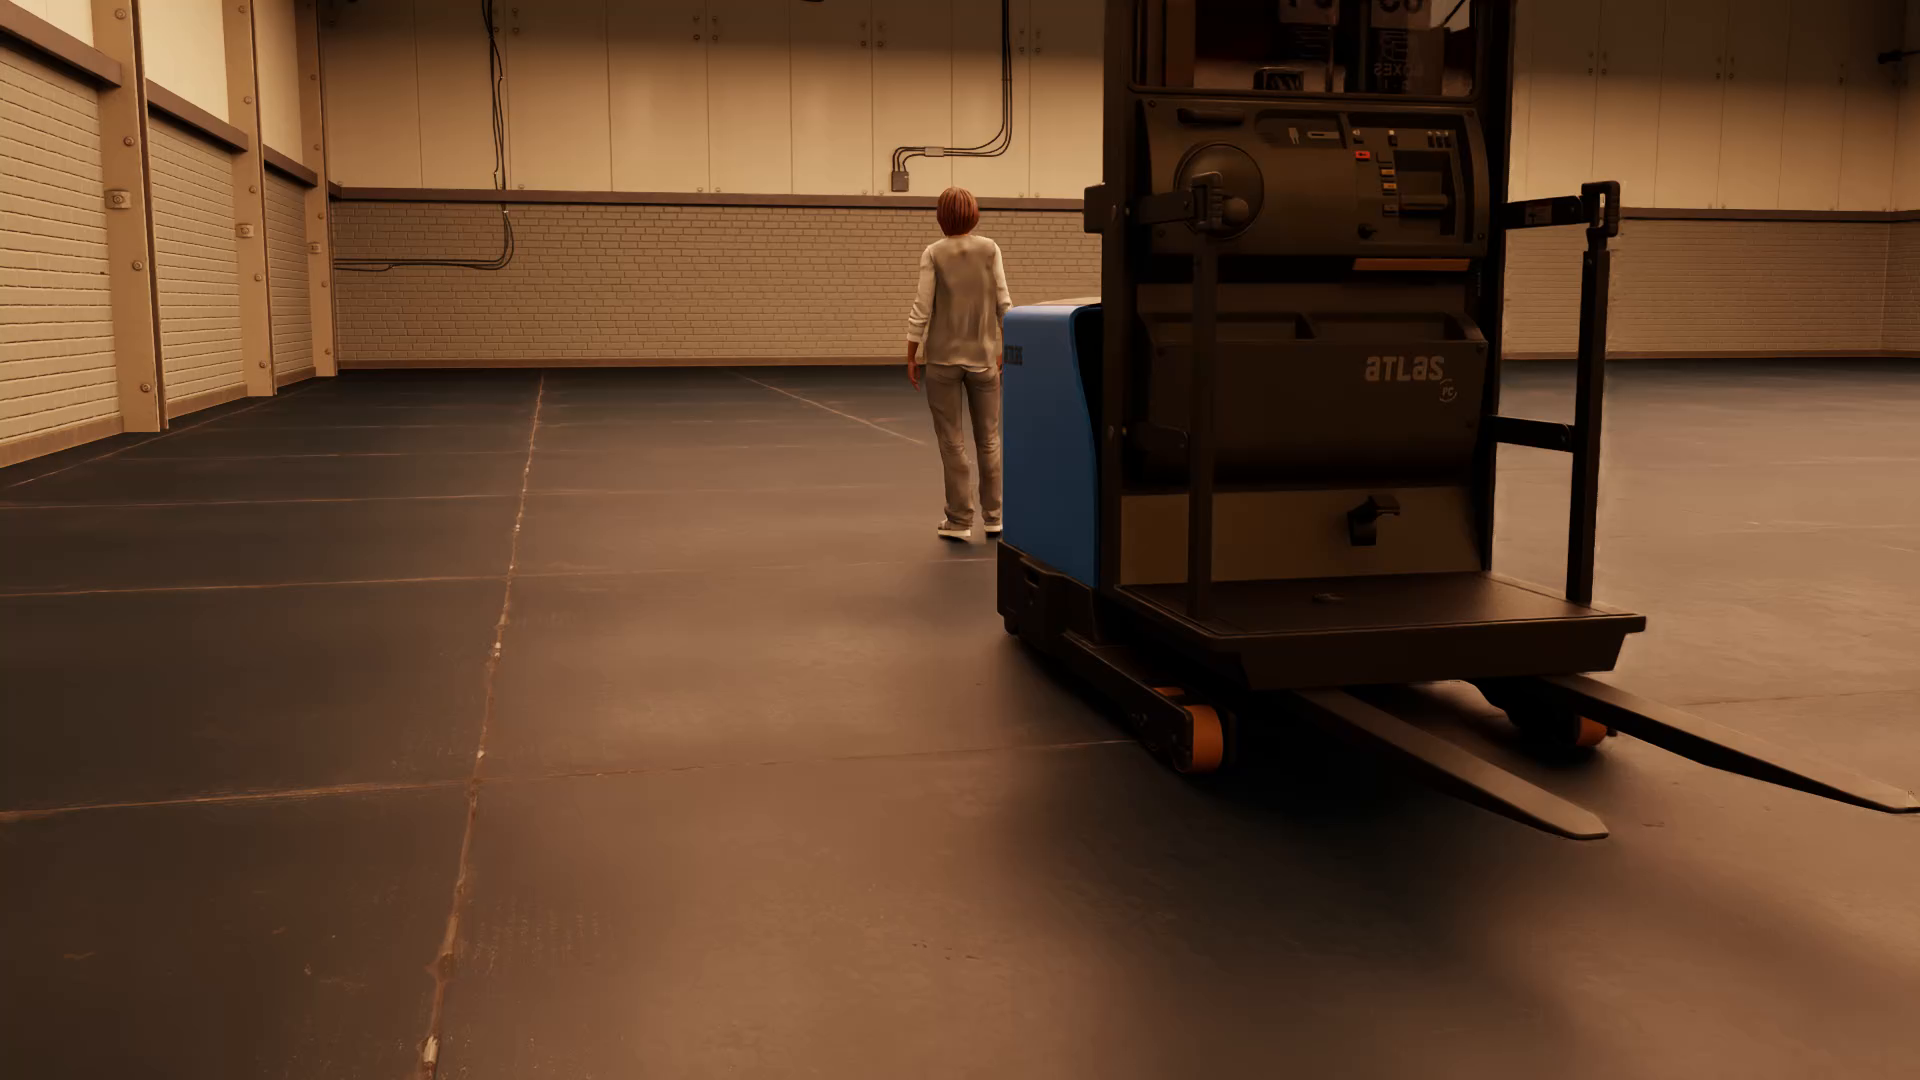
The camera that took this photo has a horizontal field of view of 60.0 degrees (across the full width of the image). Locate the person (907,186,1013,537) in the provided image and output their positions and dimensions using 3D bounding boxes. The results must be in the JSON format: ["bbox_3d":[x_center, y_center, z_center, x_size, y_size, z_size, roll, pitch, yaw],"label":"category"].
[{"bbox_3d":[-0.004,-0.809,7.671,0.520,1.599,0.473,-2,8,-13],"label":"person"}]

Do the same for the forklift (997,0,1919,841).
[{"bbox_3d":[0.966,-0.967,4.043,1.130,2.935,3.031,-2,8,-13],"label":"forklift"}]
